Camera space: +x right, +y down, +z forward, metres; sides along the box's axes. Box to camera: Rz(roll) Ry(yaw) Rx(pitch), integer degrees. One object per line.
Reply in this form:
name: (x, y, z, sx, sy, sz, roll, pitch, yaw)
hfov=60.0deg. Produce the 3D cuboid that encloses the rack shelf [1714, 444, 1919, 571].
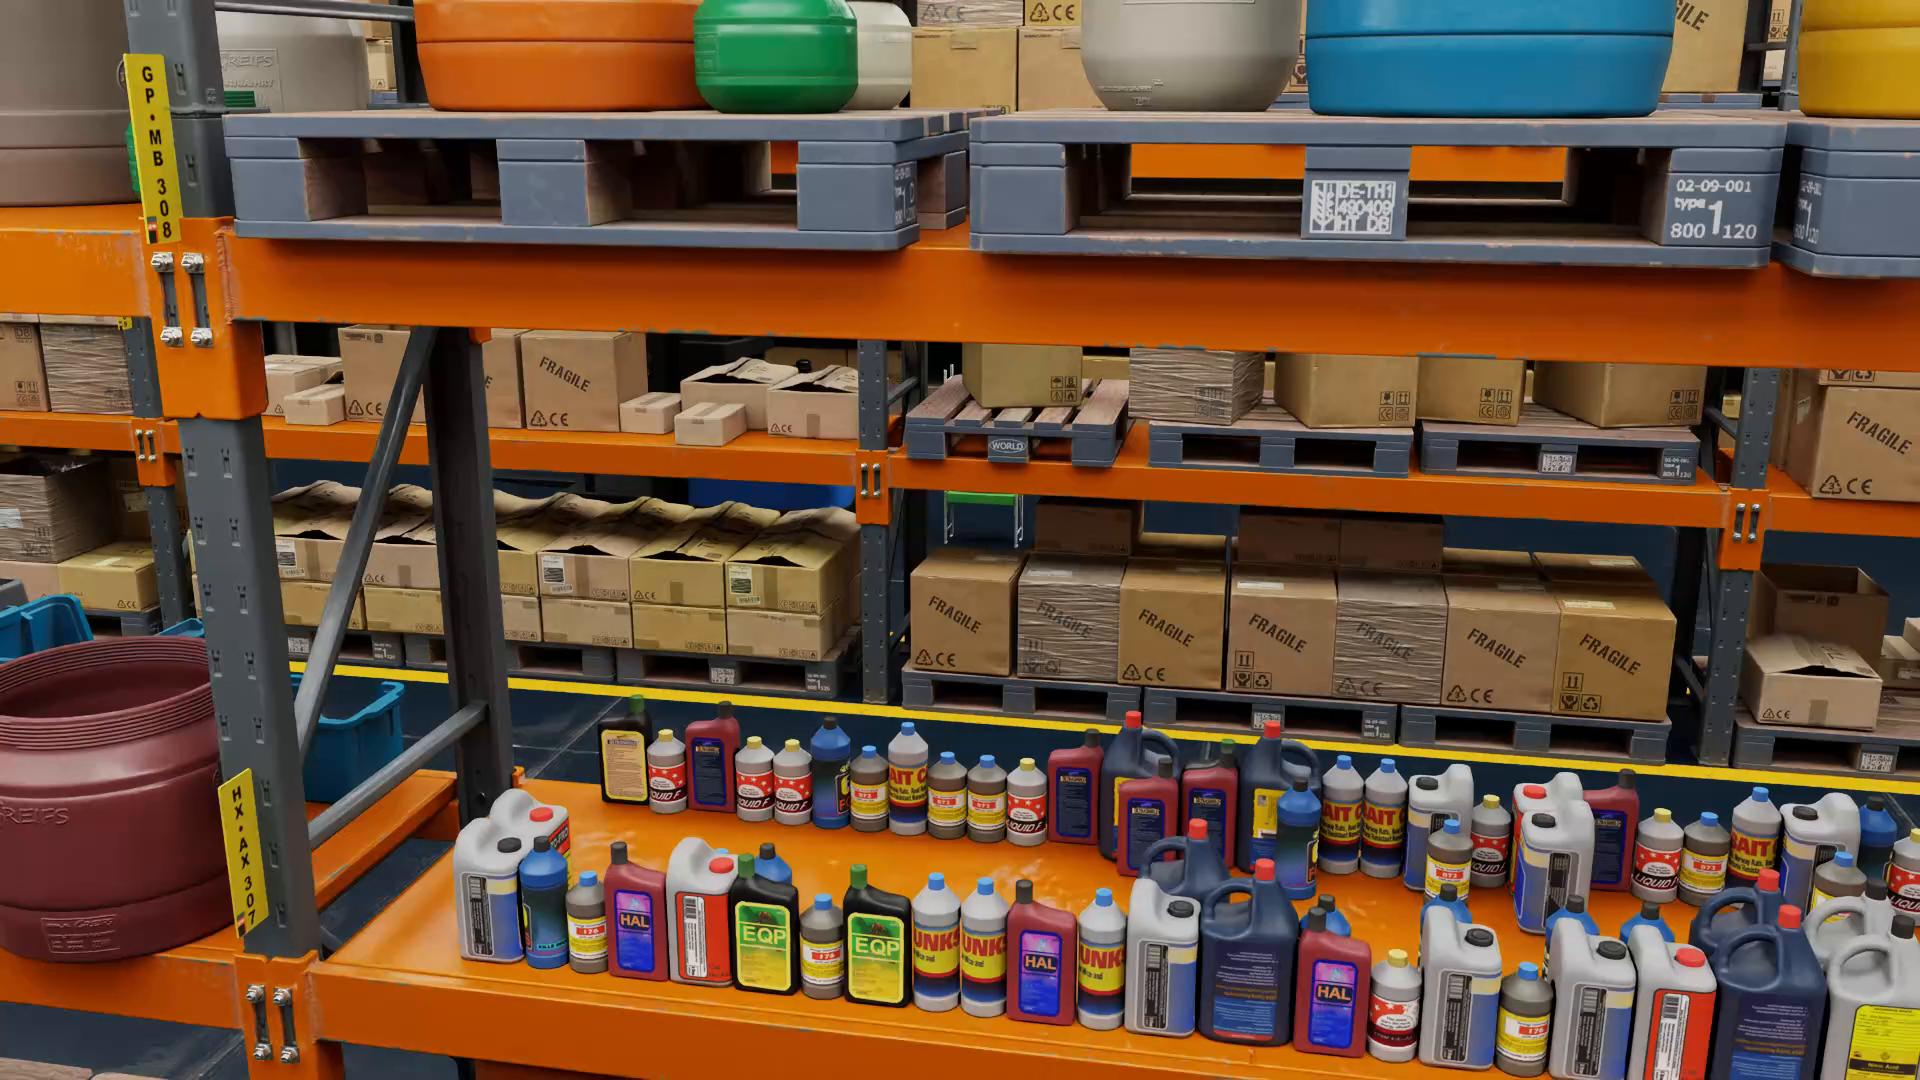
rack shelf: (5.546, -0.071, 7.477, 4.000, 0.370, 1.077, 3, 16, 11)

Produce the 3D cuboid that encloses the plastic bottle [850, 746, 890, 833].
plastic bottle: (-0.221, 0.603, 4.068, 0.097, 0.201, 0.097, 0, 15, 0)

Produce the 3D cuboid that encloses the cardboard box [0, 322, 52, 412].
cardboard box: (-5.207, -1.046, 9.462, 0.500, 0.500, 0.700, 3, 16, 11)

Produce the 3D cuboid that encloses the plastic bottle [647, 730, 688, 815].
plastic bottle: (-0.733, 0.575, 4.168, 0.097, 0.201, 0.097, 0, 15, 0)

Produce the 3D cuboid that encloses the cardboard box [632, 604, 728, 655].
cardboard box: (-1.403, 0.395, 8.810, 0.500, 0.250, 0.500, 3, 16, 10)

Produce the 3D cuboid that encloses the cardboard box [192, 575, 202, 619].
cardboard box: (-3.907, 0.259, 9.301, 0.500, 0.250, 0.500, 3, 16, 10)

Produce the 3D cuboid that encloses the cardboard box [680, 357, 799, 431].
cardboard box: (-1.171, -0.792, 8.899, 0.500, 0.311, 0.500, 3, 16, 10)

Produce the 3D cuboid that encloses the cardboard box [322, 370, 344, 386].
cardboard box: (-3.355, -0.886, 9.323, 0.258, 0.266, 0.396, 3, 16, 10)

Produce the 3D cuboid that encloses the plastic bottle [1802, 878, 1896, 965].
plastic bottle: (1.659, 0.794, 3.098, 0.185, 0.351, 0.144, 3, 16, 11)

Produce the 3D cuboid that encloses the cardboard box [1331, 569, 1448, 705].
cardboard box: (2.072, 0.462, 8.063, 0.500, 0.500, 0.500, 3, 16, 12)

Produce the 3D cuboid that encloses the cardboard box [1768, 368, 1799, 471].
cardboard box: (4.128, -0.613, 7.898, 0.500, 0.500, 0.500, 3, 16, 12)

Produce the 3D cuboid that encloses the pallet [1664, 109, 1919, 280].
pallet: (1.808, -0.599, 2.771, 1.003, 0.211, 1.213, 3, 16, 11)

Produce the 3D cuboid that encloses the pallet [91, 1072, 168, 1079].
pallet: (-2.075, 1.851, 4.413, 1.213, 0.211, 1.003, 3, 16, 11)

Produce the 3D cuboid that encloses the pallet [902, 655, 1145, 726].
pallet: (0.391, 0.657, 8.726, 1.213, 0.211, 1.003, 3, 16, 11)

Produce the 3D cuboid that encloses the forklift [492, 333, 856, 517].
forklift: (-2.152, -1.508, 11.446, 3.031, 2.935, 1.130, 3, 16, 12)

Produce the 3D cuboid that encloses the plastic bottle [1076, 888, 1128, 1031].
plastic bottle: (0.276, 0.803, 3.215, 0.097, 0.271, 0.097, 0, 15, 0)

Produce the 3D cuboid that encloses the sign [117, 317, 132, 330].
sign: (-4.362, -1.260, 8.650, 0.005, 0.325, 0.100, 3, 16, 11)

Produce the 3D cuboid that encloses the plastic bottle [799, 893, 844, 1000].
plastic bottle: (-0.272, 0.807, 3.331, 0.097, 0.201, 0.097, 0, 15, 0)

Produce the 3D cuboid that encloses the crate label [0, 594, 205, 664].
crate label: (-2.244, 0.418, 4.297, 0.616, 0.435, 0.502, 3, 16, 11)

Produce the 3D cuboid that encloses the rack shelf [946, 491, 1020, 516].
rack shelf: (0.162, -0.277, 11.381, 0.480, 0.148, 0.258, 3, 16, 11)

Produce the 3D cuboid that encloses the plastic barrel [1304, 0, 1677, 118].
plastic barrel: (0.893, -1.169, 2.747, 0.708, 0.901, 0.600, 3, 16, 11)

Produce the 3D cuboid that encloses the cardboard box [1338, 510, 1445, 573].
cardboard box: (2.181, -0.035, 8.455, 0.500, 0.250, 0.500, 3, 16, 11)

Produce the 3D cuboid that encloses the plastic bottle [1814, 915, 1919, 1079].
plastic bottle: (1.630, 0.832, 2.962, 0.185, 0.351, 0.144, 3, 16, 11)

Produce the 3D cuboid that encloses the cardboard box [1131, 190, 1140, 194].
cardboard box: (1.146, -2.639, 13.214, 0.500, 0.250, 0.500, 4, 16, 13)

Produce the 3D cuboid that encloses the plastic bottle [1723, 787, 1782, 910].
plastic bottle: (1.751, 0.677, 3.672, 0.097, 0.271, 0.097, 0, 15, 0)

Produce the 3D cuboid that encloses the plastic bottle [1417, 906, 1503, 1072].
plastic bottle: (0.934, 0.829, 3.112, 0.135, 0.276, 0.152, 3, 16, 11)

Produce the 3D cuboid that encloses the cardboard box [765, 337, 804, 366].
cardboard box: (-1.602, -1.530, 13.851, 0.500, 0.250, 0.500, 3, 16, 9)

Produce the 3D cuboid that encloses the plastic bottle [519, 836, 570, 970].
plastic bottle: (-0.856, 0.742, 3.436, 0.097, 0.271, 0.097, 0, 15, 0)

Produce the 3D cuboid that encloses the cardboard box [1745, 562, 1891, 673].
cardboard box: (4.201, 0.425, 8.198, 0.500, 0.500, 0.500, 3, 16, 11)

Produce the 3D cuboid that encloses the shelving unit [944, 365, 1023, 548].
shelving unit: (0.162, -0.569, 11.300, 0.503, 1.200, 0.258, 3, 16, 11)

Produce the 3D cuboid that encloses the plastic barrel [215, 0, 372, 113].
plastic barrel: (-1.567, -1.037, 3.789, 0.421, 0.512, 0.421, 0, 15, 0)

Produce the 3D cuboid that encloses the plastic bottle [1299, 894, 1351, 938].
plastic bottle: (0.696, 0.809, 3.192, 0.097, 0.271, 0.097, 0, 15, 0)

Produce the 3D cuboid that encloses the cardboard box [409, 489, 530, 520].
cardboard box: (-2.799, -0.097, 9.538, 0.500, 0.311, 0.500, 3, 16, 11)

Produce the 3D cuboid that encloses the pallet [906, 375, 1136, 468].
pallet: (0.345, -0.627, 8.495, 1.003, 0.211, 1.213, 3, 16, 11)

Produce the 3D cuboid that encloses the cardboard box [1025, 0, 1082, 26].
cardboard box: (0.593, -2.660, 7.798, 0.500, 0.500, 0.500, 3, 16, 11)

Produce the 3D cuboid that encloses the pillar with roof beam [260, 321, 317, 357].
pillar with roof beam: (-7.189, -4.412, 10.564, 0.400, 9.000, 9.100, 3, 16, 11)

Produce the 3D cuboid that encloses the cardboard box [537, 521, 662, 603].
cardboard box: (-1.900, 0.099, 8.830, 0.500, 0.311, 0.500, 3, 16, 11)

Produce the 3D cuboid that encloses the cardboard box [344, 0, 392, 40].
cardboard box: (-3.094, -2.819, 8.521, 0.500, 0.500, 0.500, 5, 16, 16)

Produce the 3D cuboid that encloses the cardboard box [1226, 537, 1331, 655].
cardboard box: (1.653, 0.298, 8.655, 0.500, 0.500, 0.500, 3, 16, 9)

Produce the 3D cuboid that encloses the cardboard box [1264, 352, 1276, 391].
cardboard box: (2.202, -1.078, 13.003, 0.750, 0.750, 0.750, 3, 16, 11)

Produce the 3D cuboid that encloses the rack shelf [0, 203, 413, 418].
rack shelf: (-3.284, -0.646, 3.935, 4.000, 0.370, 1.077, 3, 16, 11)

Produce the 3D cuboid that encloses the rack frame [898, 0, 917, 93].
rack frame: (-0.333, -3.628, 7.732, 0.127, 3.000, 1.000, 3, 16, 11)

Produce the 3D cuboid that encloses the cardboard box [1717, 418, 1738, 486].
cardboard box: (5.774, -0.724, 12.381, 0.500, 0.500, 0.700, 3, 16, 11)

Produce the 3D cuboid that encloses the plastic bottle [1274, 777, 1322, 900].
plastic bottle: (0.756, 0.662, 3.725, 0.097, 0.271, 0.097, 0, 15, 0)

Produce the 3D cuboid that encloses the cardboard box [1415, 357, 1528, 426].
cardboard box: (2.480, -0.878, 8.070, 0.500, 0.500, 0.700, 6, 16, 20)

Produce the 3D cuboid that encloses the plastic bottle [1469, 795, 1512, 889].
plastic bottle: (1.203, 0.680, 3.789, 0.097, 0.201, 0.097, 0, 15, 0)

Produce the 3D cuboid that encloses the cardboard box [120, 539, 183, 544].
cardboard box: (-4.647, 0.069, 9.987, 0.500, 0.250, 0.500, 3, 16, 11)

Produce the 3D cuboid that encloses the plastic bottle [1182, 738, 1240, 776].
plastic bottle: (0.589, 0.603, 3.916, 0.133, 0.283, 0.061, 3, 16, 11)

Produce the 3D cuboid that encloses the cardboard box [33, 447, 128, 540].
cardboard box: (-5.137, -0.319, 9.985, 0.500, 0.500, 0.500, 3, 16, 11)
